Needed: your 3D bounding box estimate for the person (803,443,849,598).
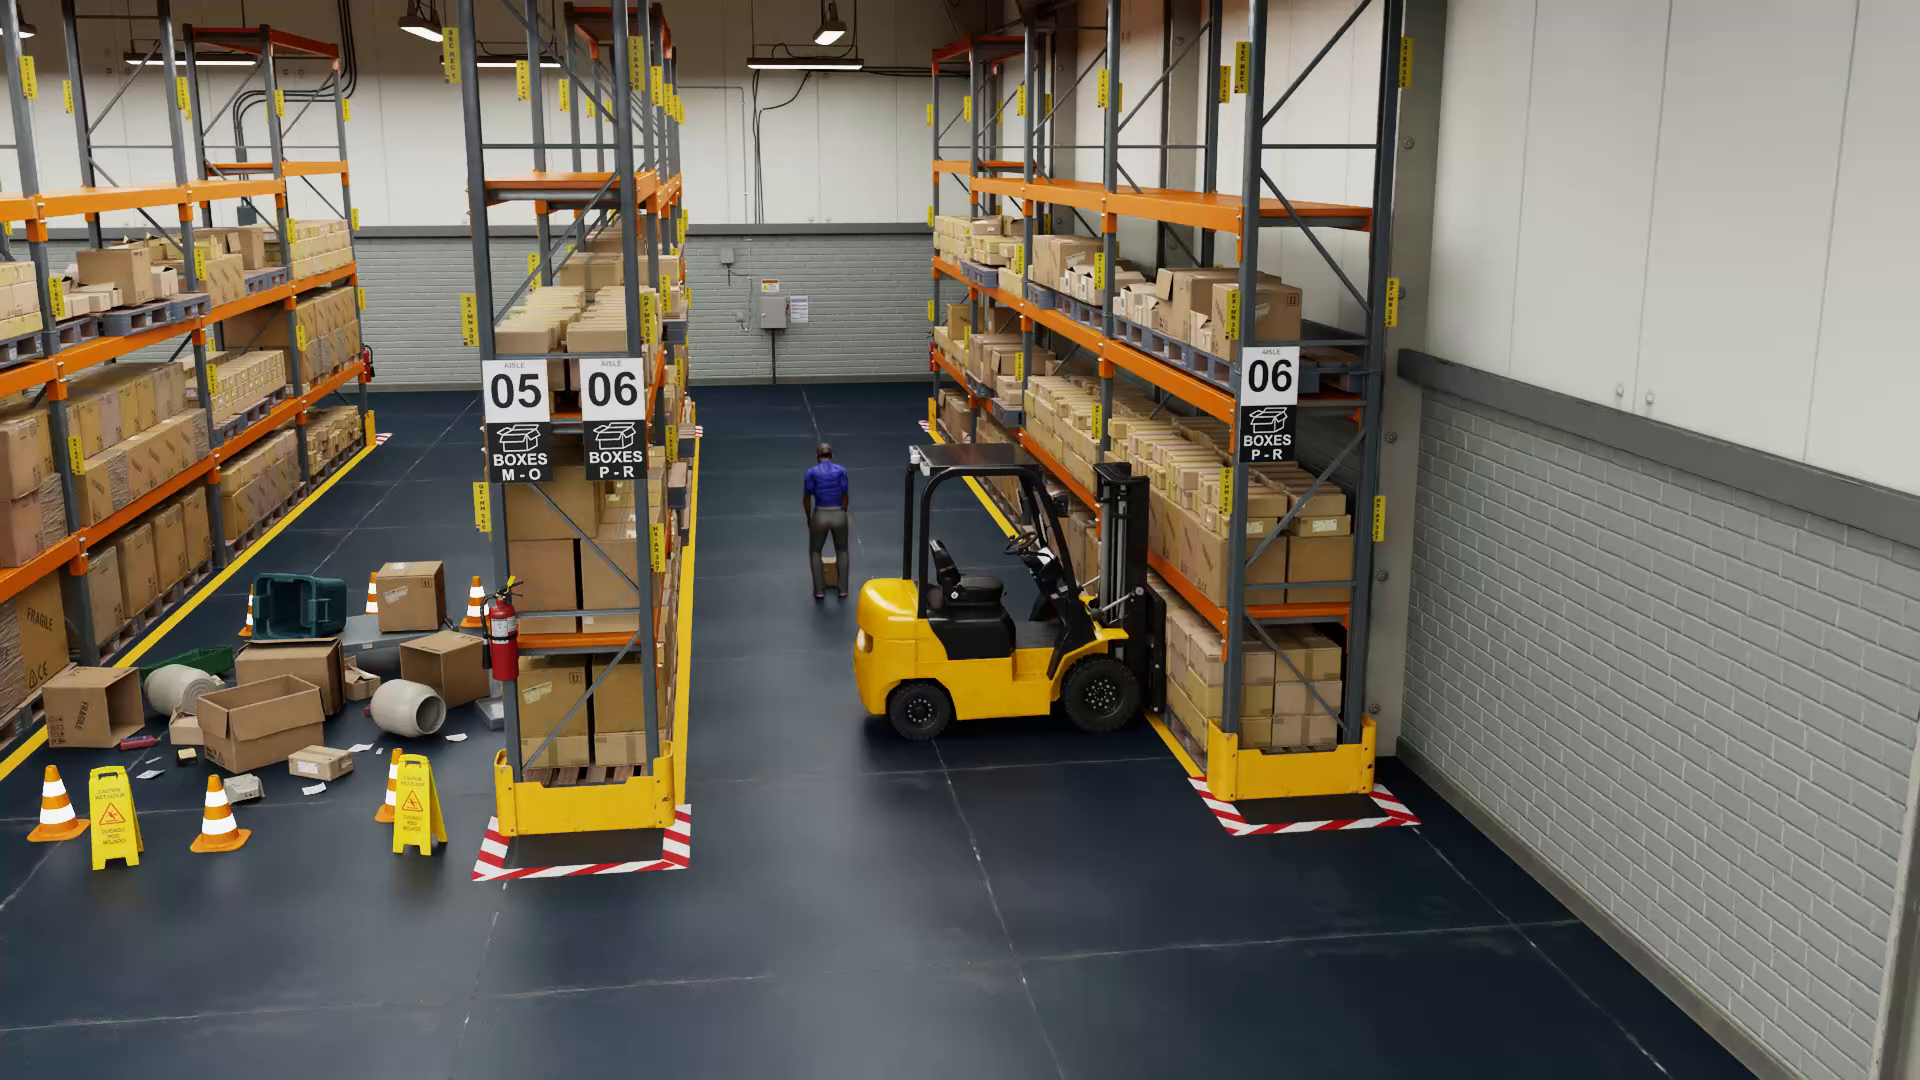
[{"bbox_3d":[-1.370,-0.190,17.023,0.469,1.570,0.430,-2,13,-7],"label":"person"}]
